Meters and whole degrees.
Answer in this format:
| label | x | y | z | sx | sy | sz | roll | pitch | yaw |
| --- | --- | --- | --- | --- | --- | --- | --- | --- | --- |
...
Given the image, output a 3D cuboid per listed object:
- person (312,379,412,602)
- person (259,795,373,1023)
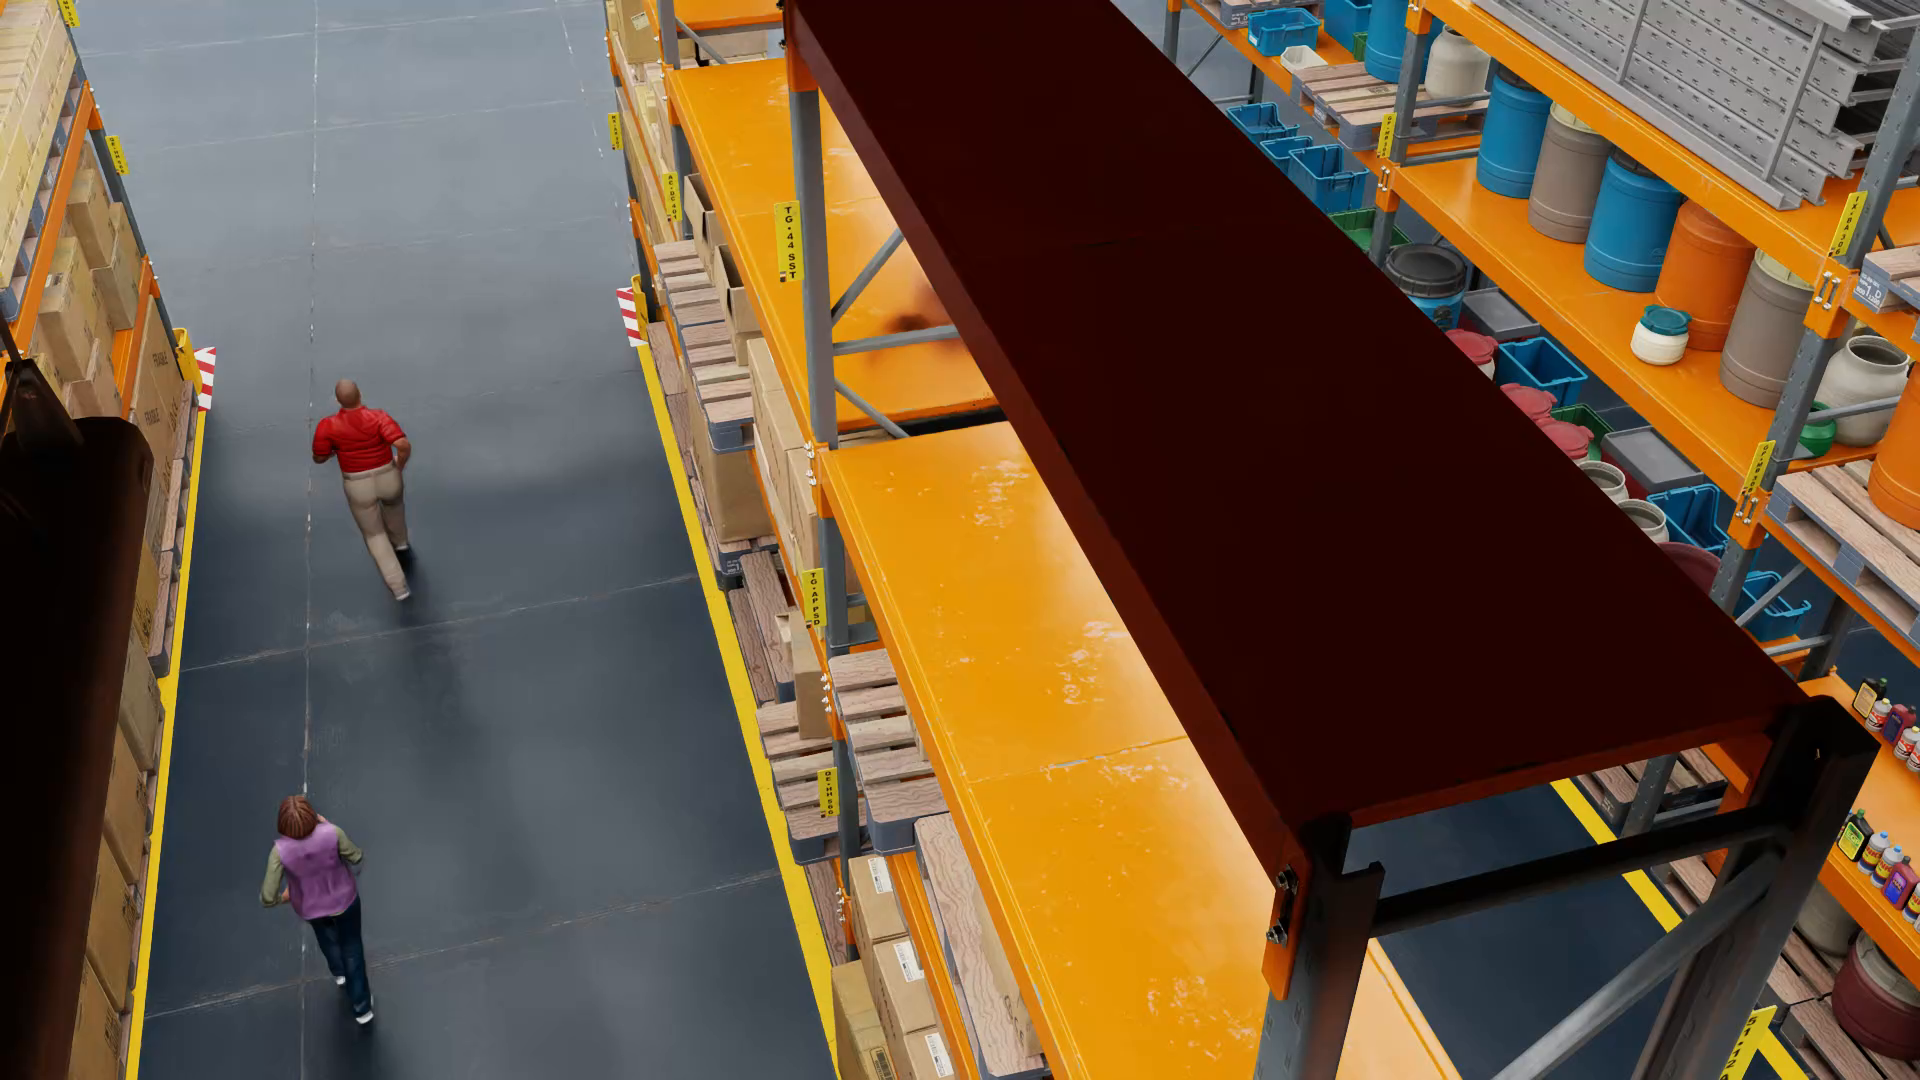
| label | x | y | z | sx | sy | sz | roll | pitch | yaw |
| --- | --- | --- | --- | --- | --- | --- | --- | --- | --- |
| person | -4.206 | -0.333 | 11.896 | 0.626 | 1.790 | 1.006 | -19 | 42 | -23 |
| person | -3.458 | 1.966 | 9.063 | 0.514 | 1.631 | 0.653 | -12 | 40 | -15 |
